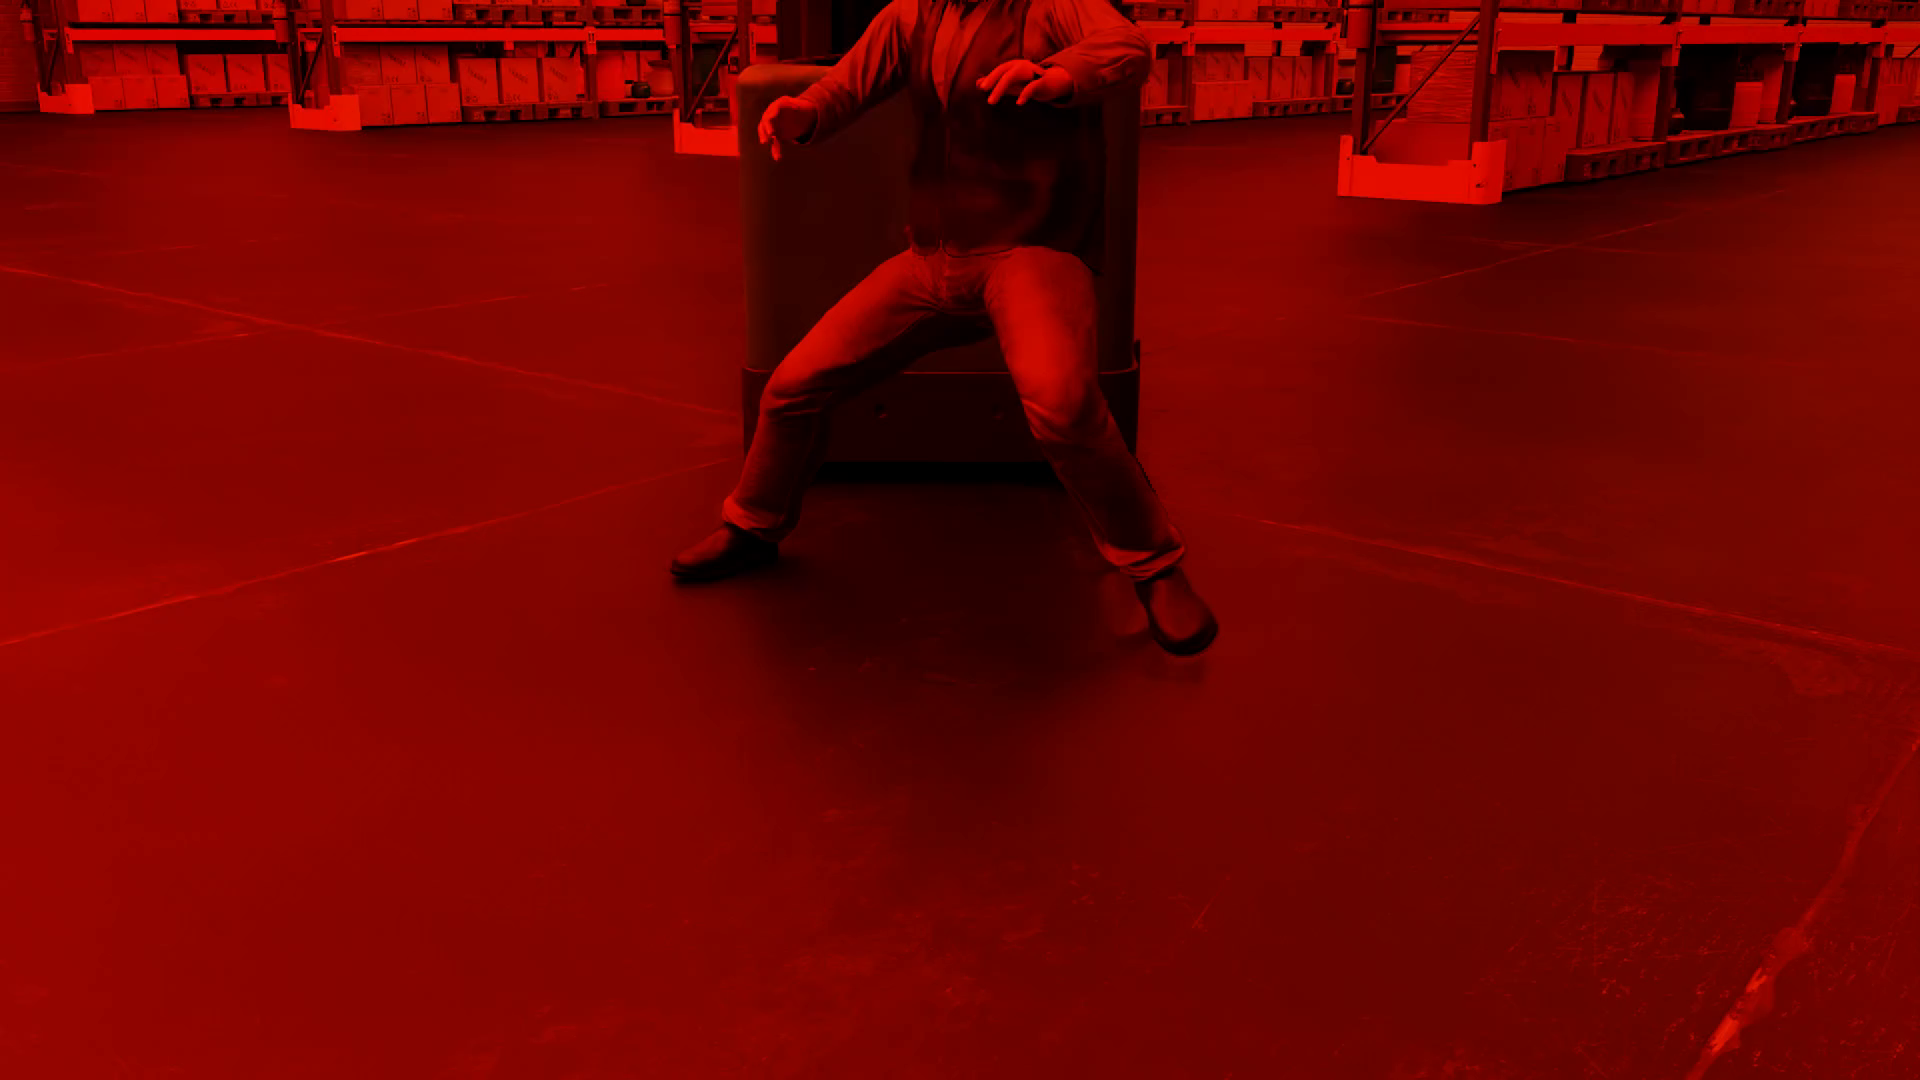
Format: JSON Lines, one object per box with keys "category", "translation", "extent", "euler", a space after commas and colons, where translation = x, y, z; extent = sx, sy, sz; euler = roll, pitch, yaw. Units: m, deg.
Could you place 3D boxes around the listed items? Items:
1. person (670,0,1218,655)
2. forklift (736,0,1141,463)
{"category": "person", "translation": [-0.009, -0.578, 3.273], "extent": [0.709, 1.497, 1.204], "euler": [-15, 23, -41]}
{"category": "forklift", "translation": [-0.030, -1.977, 5.409], "extent": [1.130, 2.935, 3.031], "euler": [0, 17, 1]}
